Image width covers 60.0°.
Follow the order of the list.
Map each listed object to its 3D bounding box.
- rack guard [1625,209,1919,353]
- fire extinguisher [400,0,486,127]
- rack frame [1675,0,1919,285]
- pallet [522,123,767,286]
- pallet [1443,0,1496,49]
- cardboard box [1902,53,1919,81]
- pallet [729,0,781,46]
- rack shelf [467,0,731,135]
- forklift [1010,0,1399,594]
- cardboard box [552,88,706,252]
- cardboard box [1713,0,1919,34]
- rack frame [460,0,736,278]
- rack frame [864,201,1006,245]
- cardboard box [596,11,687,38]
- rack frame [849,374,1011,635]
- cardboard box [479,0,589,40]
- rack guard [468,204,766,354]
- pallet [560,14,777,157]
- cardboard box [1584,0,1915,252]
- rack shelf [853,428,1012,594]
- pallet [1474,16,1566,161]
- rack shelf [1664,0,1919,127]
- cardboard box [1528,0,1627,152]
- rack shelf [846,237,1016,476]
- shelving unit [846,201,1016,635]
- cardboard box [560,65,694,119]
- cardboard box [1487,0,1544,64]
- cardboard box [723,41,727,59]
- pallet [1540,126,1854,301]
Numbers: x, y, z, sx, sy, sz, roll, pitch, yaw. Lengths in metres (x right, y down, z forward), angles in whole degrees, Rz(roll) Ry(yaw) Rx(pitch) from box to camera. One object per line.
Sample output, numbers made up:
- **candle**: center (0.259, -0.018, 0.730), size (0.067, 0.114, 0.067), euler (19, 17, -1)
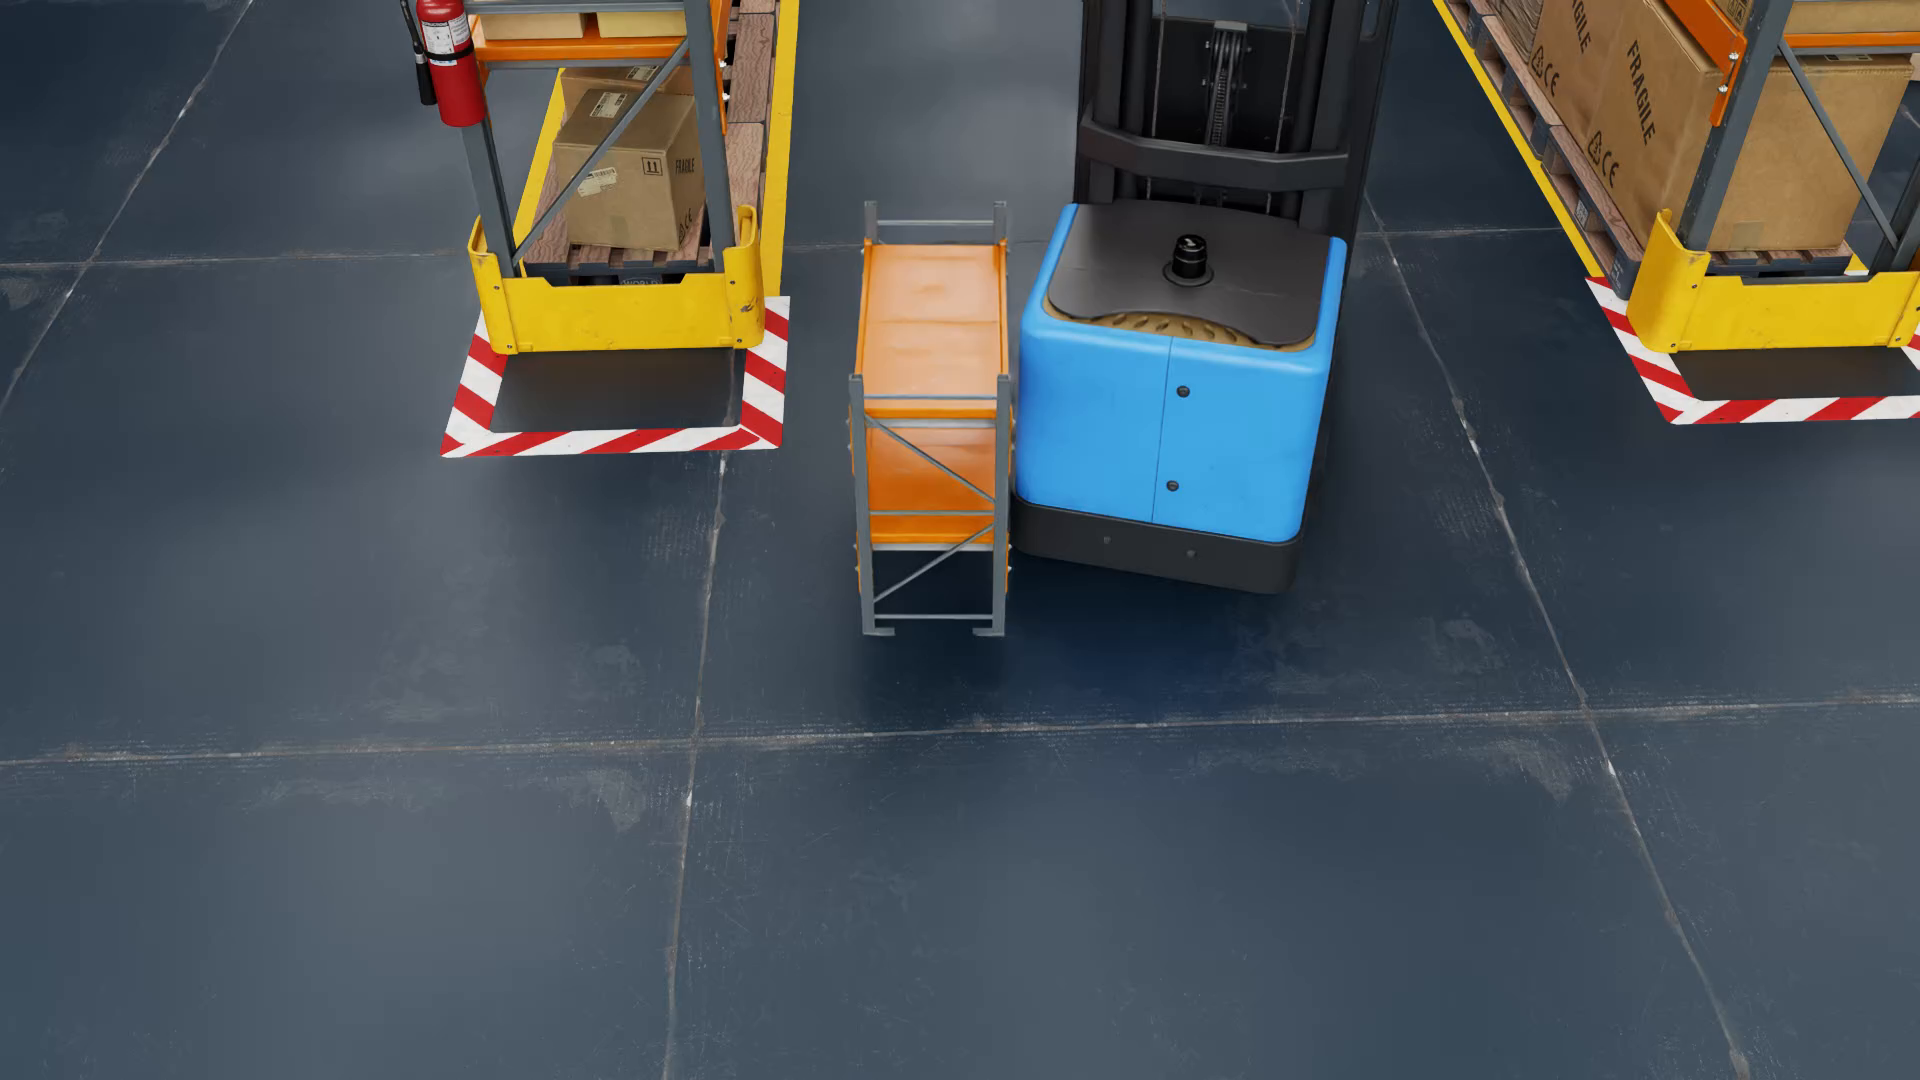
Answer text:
- **rack guard**: center (3.524, -1.117, 7.099), size (1.175, 0.500, 0.348), euler (-2, 43, -2)
- **fire extinguisher**: center (-1.893, -1.862, 6.118), size (0.296, 0.674, 0.183), euler (-2, 43, -2)
- **rack frame**: center (3.523, -2.055, 6.272), size (1.000, 3.000, 0.127), euler (-2, 43, -2)
- **pallet**: center (-1.440, -1.554, 7.789), size (1.003, 0.211, 1.213), euler (-2, 43, -2)
- **pallet**: center (3.307, -3.212, 9.598), size (1.003, 0.211, 1.213), euler (-2, 43, -2)
- **cardboard box**: center (5.266, -2.640, 8.933), size (0.396, 0.266, 0.258), euler (5, 43, 6)
- **pallet**: center (-1.543, -3.201, 9.586), size (1.003, 0.211, 1.213), euler (-2, 43, -2)
- **rack shelf**: center (-1.522, -3.066, 7.907), size (1.077, 0.370, 4.000), euler (-2, 43, -2)
- **forklift**: center (1.037, -1.896, 6.149), size (1.130, 2.935, 3.031), euler (10, 43, 10)
- **cardboard box**: center (-1.447, -1.636, 7.354), size (0.500, 0.500, 0.500), euler (6, 43, 6)
- **cardboard box**: center (3.462, -2.359, 6.493), size (0.875, 0.550, 0.550), euler (-2, 43, -2)
- **rack frame**: center (-1.437, -1.981, 6.191), size (1.000, 3.000, 0.127), euler (-2, 43, -2)
- **rack frame**: center (-0.088, -0.776, 6.264), size (0.500, 1.125, 0.032), euler (0, 43, 0)
- **cardboard box**: center (-1.211, -2.087, 6.493), size (0.380, 0.149, 0.250), euler (-2, 43, -2)
- **rack frame**: center (-0.093, -0.089, 5.515), size (0.500, 1.125, 0.032), euler (0, 43, 0)
- **cardboard box**: center (-1.656, -2.075, 6.479), size (0.380, 0.149, 0.250), euler (-2, 43, -2)
- **rack guard**: center (-1.440, -1.111, 7.092), size (1.175, 0.500, 0.348), euler (-2, 43, -2)
- **pallet**: center (-1.488, -2.375, 8.685), size (1.003, 0.211, 1.213), euler (-2, 43, -2)
- **cardboard box**: center (3.428, -1.882, 7.345), size (0.875, 0.875, 0.875), euler (-1, 43, -2)
- **rack shelf**: center (-0.090, -0.252, 6.054), size (0.538, 0.278, 1.000), euler (0, 43, 0)
- **pallet**: center (3.362, -2.386, 8.697), size (1.003, 0.211, 1.213), euler (-2, 43, -2)
- **rack shelf**: center (3.438, -3.140, 7.988), size (1.077, 0.370, 4.000), euler (-2, 43, -2)
- **cardboard box**: center (3.388, -2.476, 7.993), size (0.875, 0.875, 0.875), euler (-2, 43, -2)
- **rack shelf**: center (-0.090, -0.648, 5.691), size (0.538, 0.278, 1.000), euler (0, 43, 0)
- **shelving unit**: center (-0.090, -0.432, 5.889), size (0.538, 1.125, 1.048), euler (0, 43, 0)
- **cardboard box**: center (-1.507, -2.039, 7.793), size (0.500, 0.500, 0.500), euler (9, 43, 9)
- **cardboard box**: center (3.352, -3.092, 8.665), size (0.875, 0.875, 0.875), euler (-1, 43, -1)
- **cardboard box**: center (-1.493, -2.840, 8.668), size (0.500, 0.500, 0.500), euler (-5, 43, -6)
- **pallet**: center (3.410, -1.564, 7.801), size (1.003, 0.211, 1.213), euler (-2, 43, -2)
